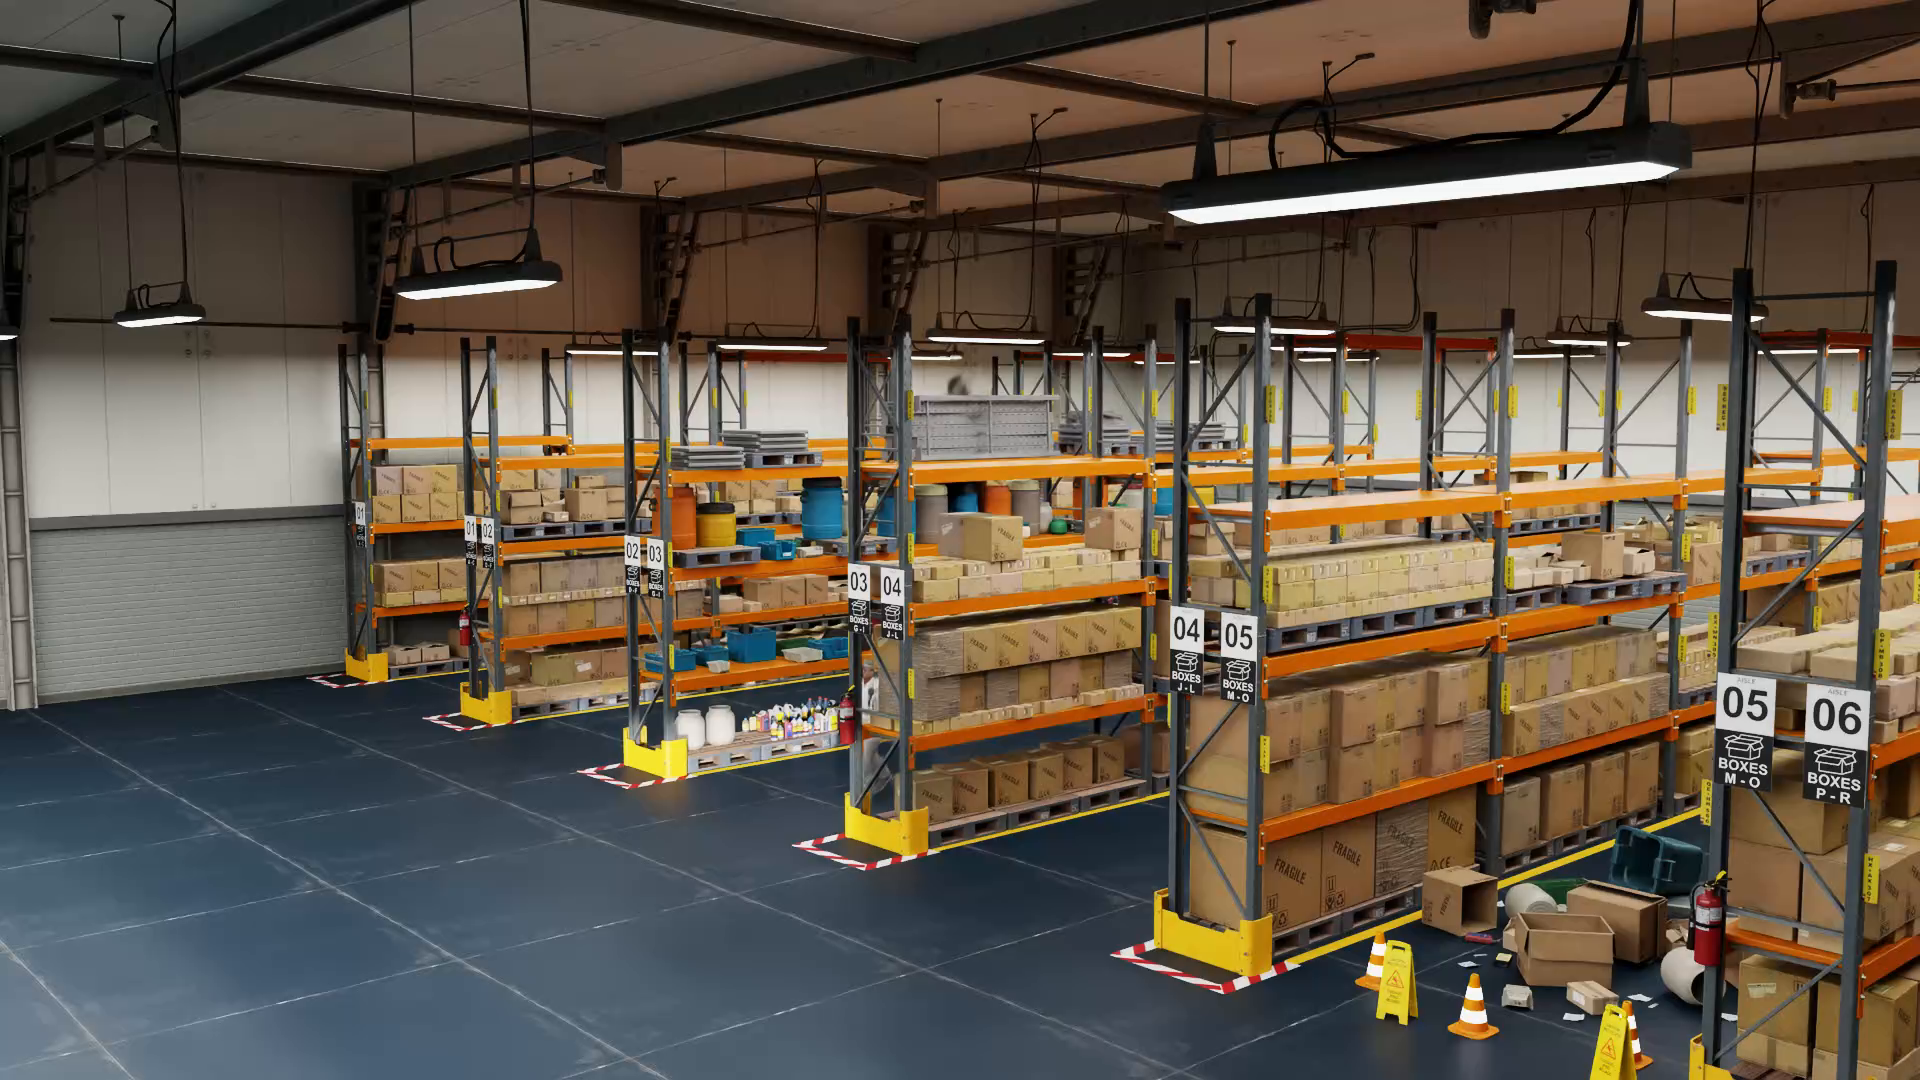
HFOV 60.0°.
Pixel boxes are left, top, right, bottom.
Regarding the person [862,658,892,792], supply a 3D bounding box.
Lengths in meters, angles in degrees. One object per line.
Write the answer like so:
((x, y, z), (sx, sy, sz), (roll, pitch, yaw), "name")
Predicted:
((-1.145, 2.394, 21.038), (0.664, 1.840, 0.816), (5, 7, 43), "person")

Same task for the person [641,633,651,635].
((-5.866, 1.536, 30.758), (0.668, 1.749, 0.583), (4, 7, 39), "person")
